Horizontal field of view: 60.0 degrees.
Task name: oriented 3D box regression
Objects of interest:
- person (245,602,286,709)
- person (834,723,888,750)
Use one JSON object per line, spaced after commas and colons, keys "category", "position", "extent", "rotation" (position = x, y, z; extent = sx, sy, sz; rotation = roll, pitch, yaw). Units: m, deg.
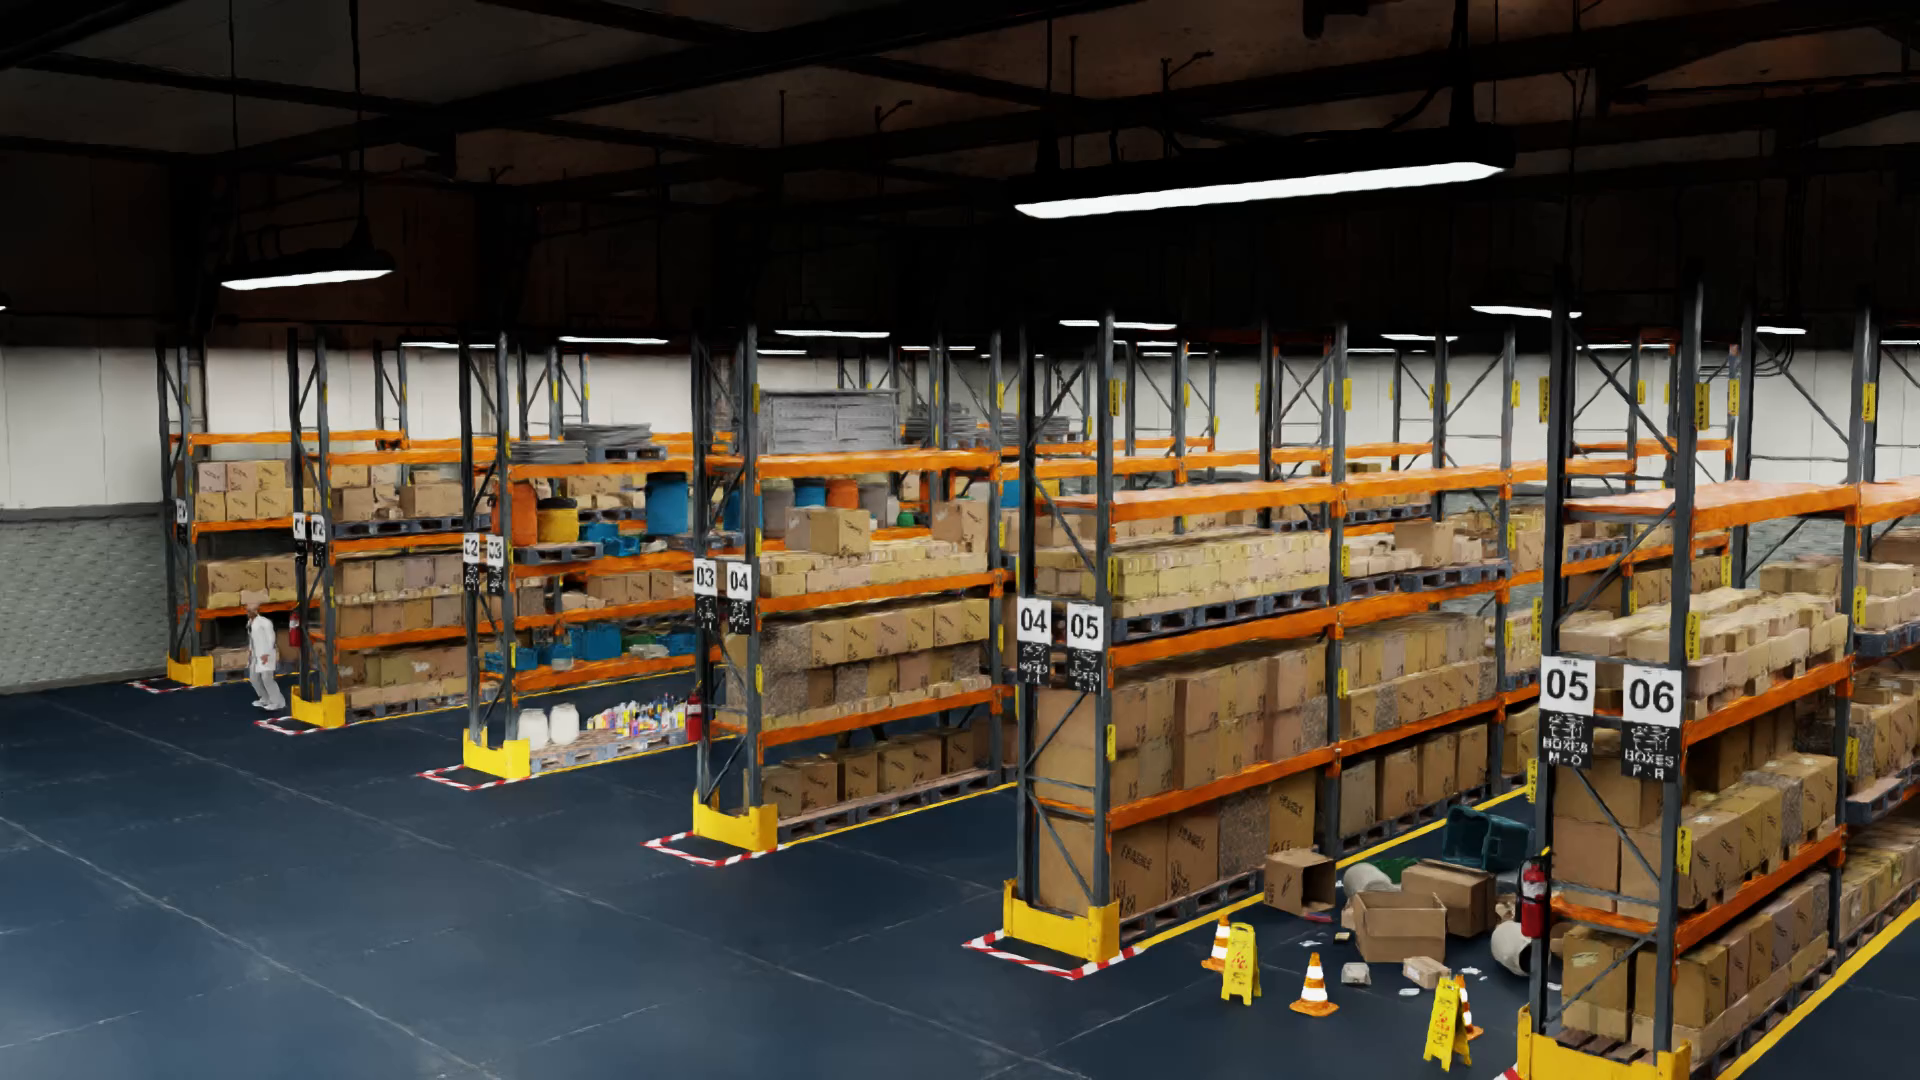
{"category": "person", "position": [-11.075, 1.825, 26.440], "extent": [0.729, 1.733, 0.546], "rotation": [5, 7, 41]}
{"category": "person", "position": [-1.384, 2.168, 22.753], "extent": [0.603, 1.721, 1.111], "rotation": [5, 7, 42]}
